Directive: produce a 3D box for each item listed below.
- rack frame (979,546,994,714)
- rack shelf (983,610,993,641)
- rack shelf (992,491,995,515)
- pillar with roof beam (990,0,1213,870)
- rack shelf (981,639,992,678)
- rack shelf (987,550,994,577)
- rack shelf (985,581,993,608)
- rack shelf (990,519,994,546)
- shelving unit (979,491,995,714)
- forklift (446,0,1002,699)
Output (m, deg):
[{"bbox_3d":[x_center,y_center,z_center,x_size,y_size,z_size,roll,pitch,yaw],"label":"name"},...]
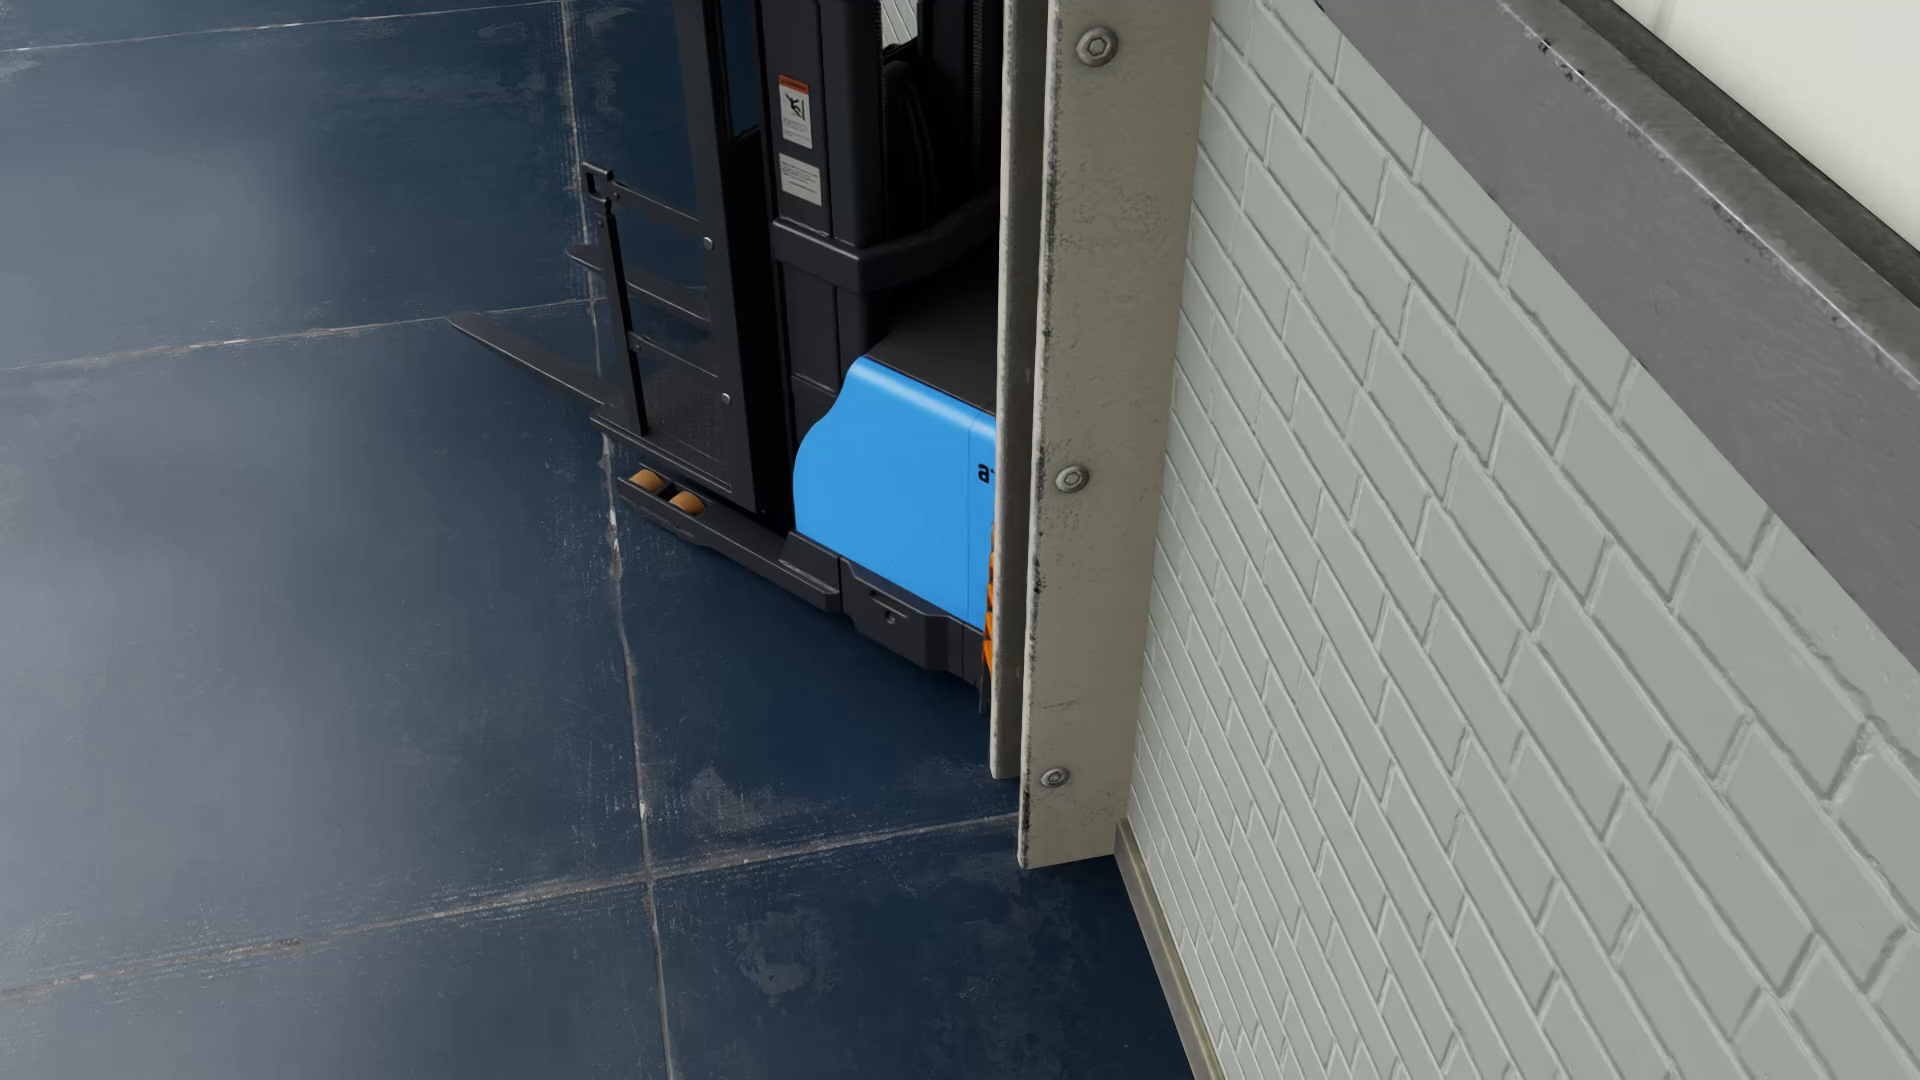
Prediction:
[{"bbox_3d":[0.201,0.108,4.780,0.240,1.200,0.006,-6,44,-9],"label":"rack frame"},{"bbox_3d":[0.211,0.290,4.826,0.258,0.103,0.180,-6,44,-9],"label":"rack shelf"},{"bbox_3d":[0.231,-0.061,4.499,0.258,0.103,0.180,-6,44,-9],"label":"rack shelf"},{"bbox_3d":[-3.922,-1.967,1.187,9.100,9.000,0.400,-8,42,-9],"label":"pillar with roof beam"},{"bbox_3d":[0.206,0.378,4.908,0.258,0.103,0.180,-6,44,-9],"label":"rack shelf"},{"bbox_3d":[0.221,0.115,4.663,0.258,0.103,0.180,-6,44,-9],"label":"rack shelf"},{"bbox_3d":[0.216,0.203,4.744,0.258,0.103,0.180,-6,44,-9],"label":"rack shelf"},{"bbox_3d":[0.226,0.027,4.581,0.258,0.103,0.180,-6,44,-9],"label":"rack shelf"},{"bbox_3d":[0.218,0.170,4.714,0.258,1.200,0.189,-6,44,-9],"label":"shelving unit"},{"bbox_3d":[-0.571,-1.346,5.058,3.031,2.935,1.130,27,48,27],"label":"forklift"}]
